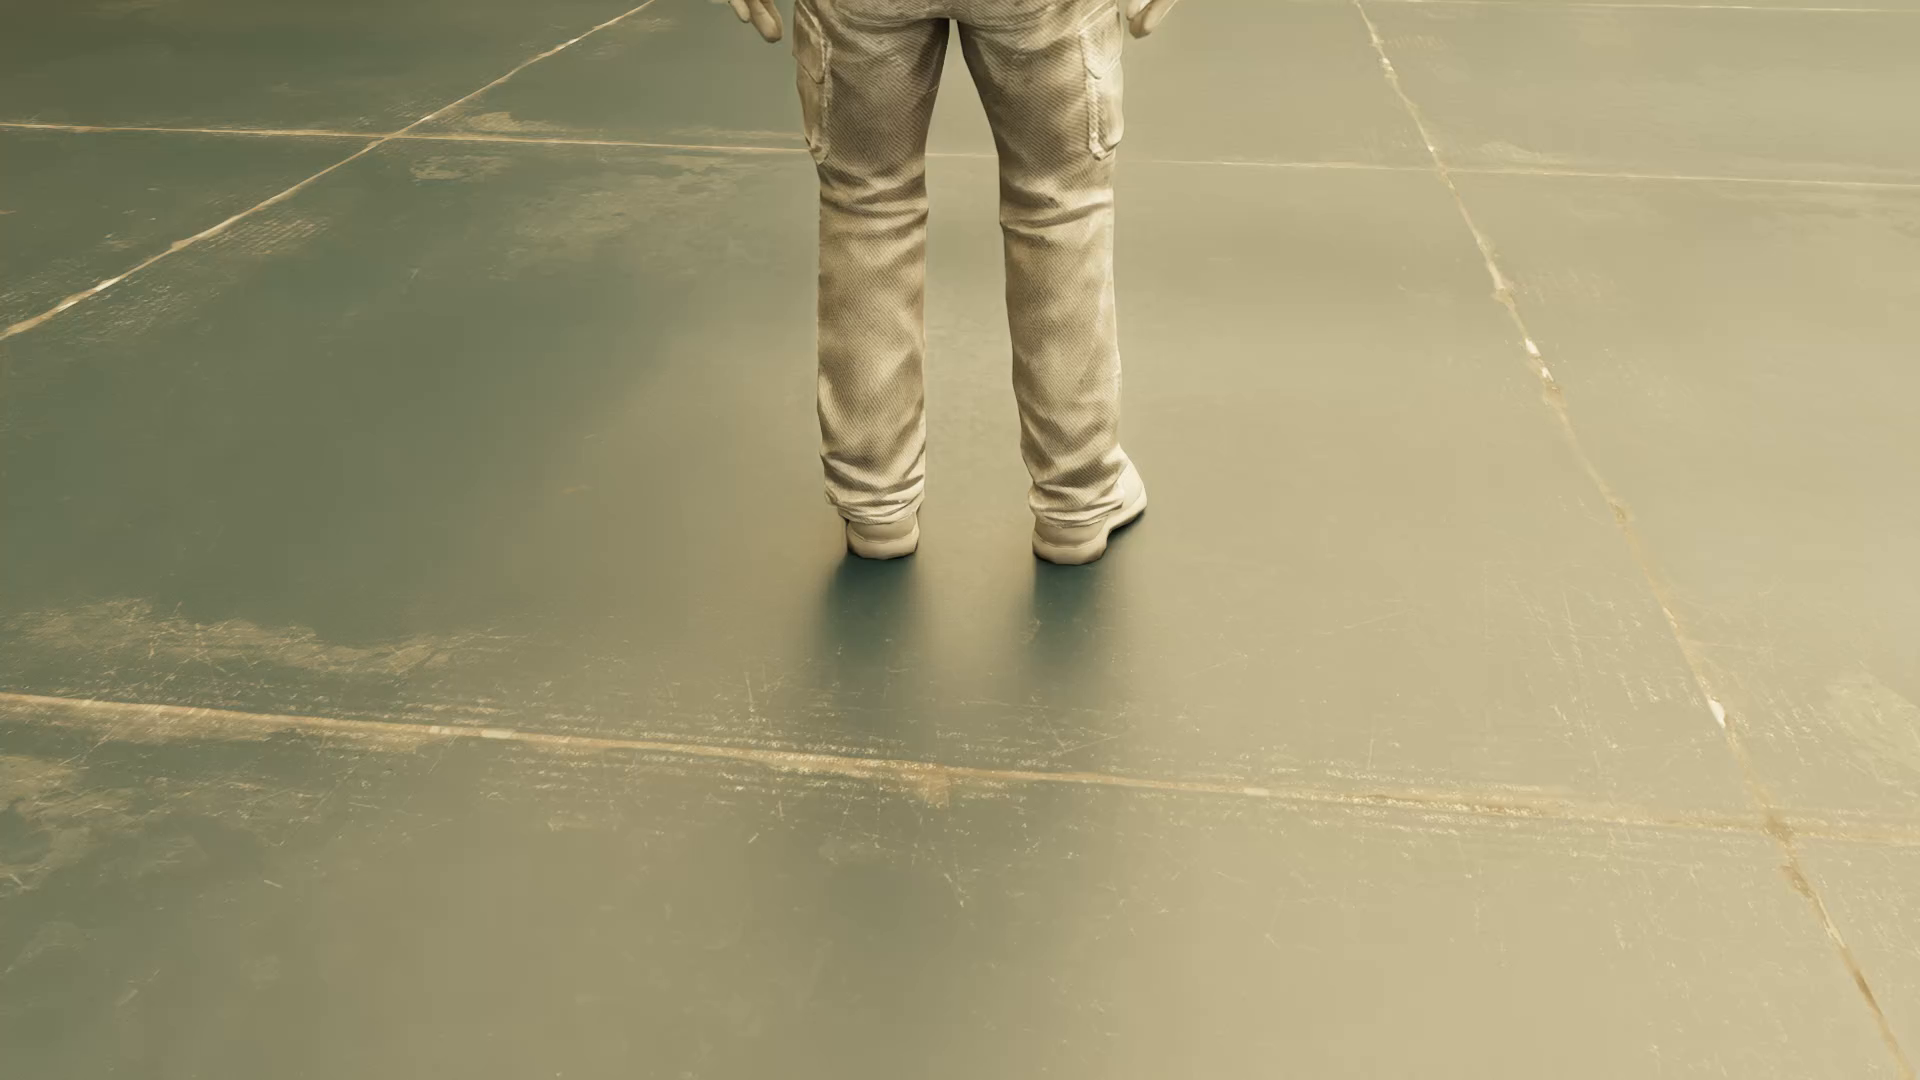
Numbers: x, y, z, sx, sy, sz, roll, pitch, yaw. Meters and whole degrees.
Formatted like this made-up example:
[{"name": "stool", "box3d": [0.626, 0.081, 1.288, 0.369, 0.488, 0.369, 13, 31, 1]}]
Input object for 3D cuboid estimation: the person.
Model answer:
[{"name": "person", "box3d": [-0.013, -0.810, 2.141, 0.620, 1.773, 0.449, 2, 27, 4]}]
